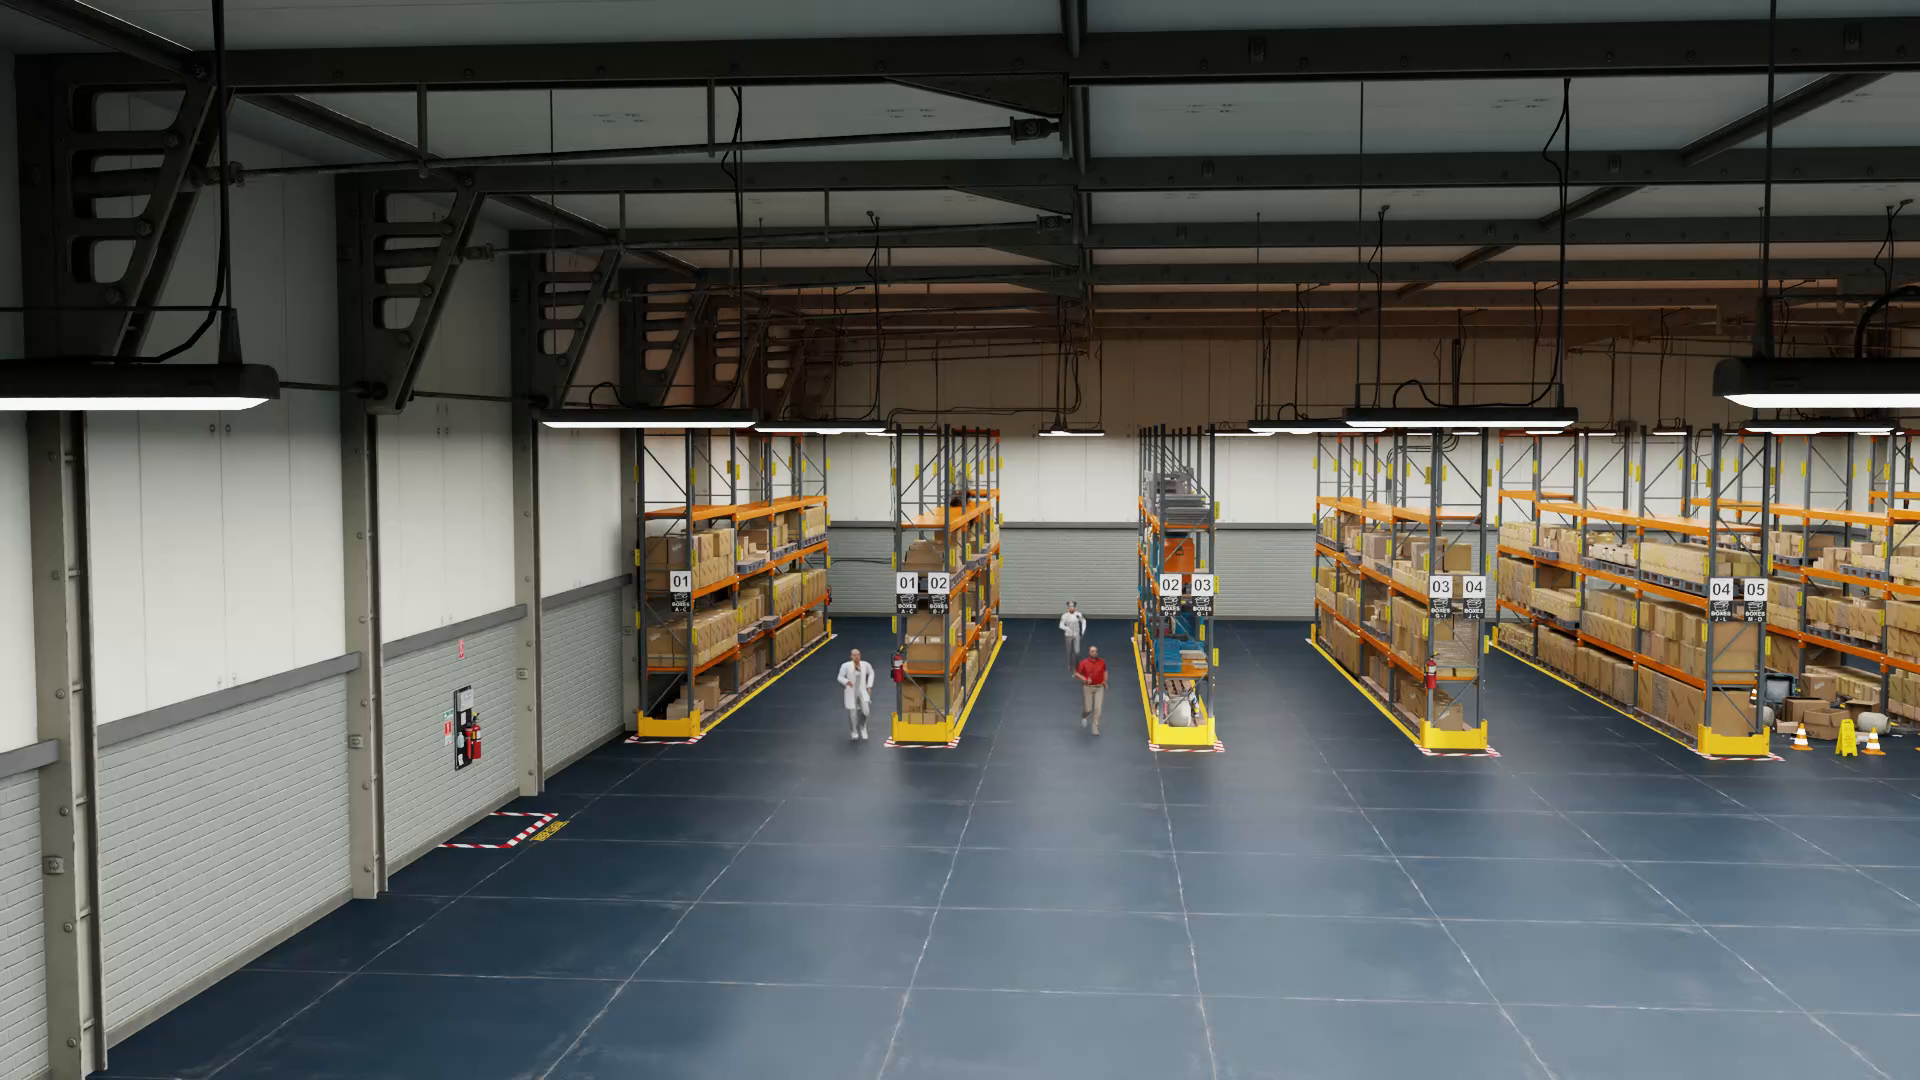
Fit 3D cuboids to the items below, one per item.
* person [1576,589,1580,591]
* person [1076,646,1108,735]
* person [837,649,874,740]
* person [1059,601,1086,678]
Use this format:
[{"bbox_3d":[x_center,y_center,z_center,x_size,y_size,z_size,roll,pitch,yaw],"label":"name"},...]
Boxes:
[{"bbox_3d":[17.424,1.988,47.057,0.586,1.741,0.636,0,3,2],"label":"person"},{"bbox_3d":[2.574,2.905,32.354,0.668,1.691,0.741,-1,4,-11],"label":"person"},{"bbox_3d":[-1.954,2.927,31.492,0.731,1.733,0.773,-1,4,-12],"label":"person"},{"bbox_3d":[2.607,2.281,38.464,0.616,1.774,0.670,0,3,2],"label":"person"}]
